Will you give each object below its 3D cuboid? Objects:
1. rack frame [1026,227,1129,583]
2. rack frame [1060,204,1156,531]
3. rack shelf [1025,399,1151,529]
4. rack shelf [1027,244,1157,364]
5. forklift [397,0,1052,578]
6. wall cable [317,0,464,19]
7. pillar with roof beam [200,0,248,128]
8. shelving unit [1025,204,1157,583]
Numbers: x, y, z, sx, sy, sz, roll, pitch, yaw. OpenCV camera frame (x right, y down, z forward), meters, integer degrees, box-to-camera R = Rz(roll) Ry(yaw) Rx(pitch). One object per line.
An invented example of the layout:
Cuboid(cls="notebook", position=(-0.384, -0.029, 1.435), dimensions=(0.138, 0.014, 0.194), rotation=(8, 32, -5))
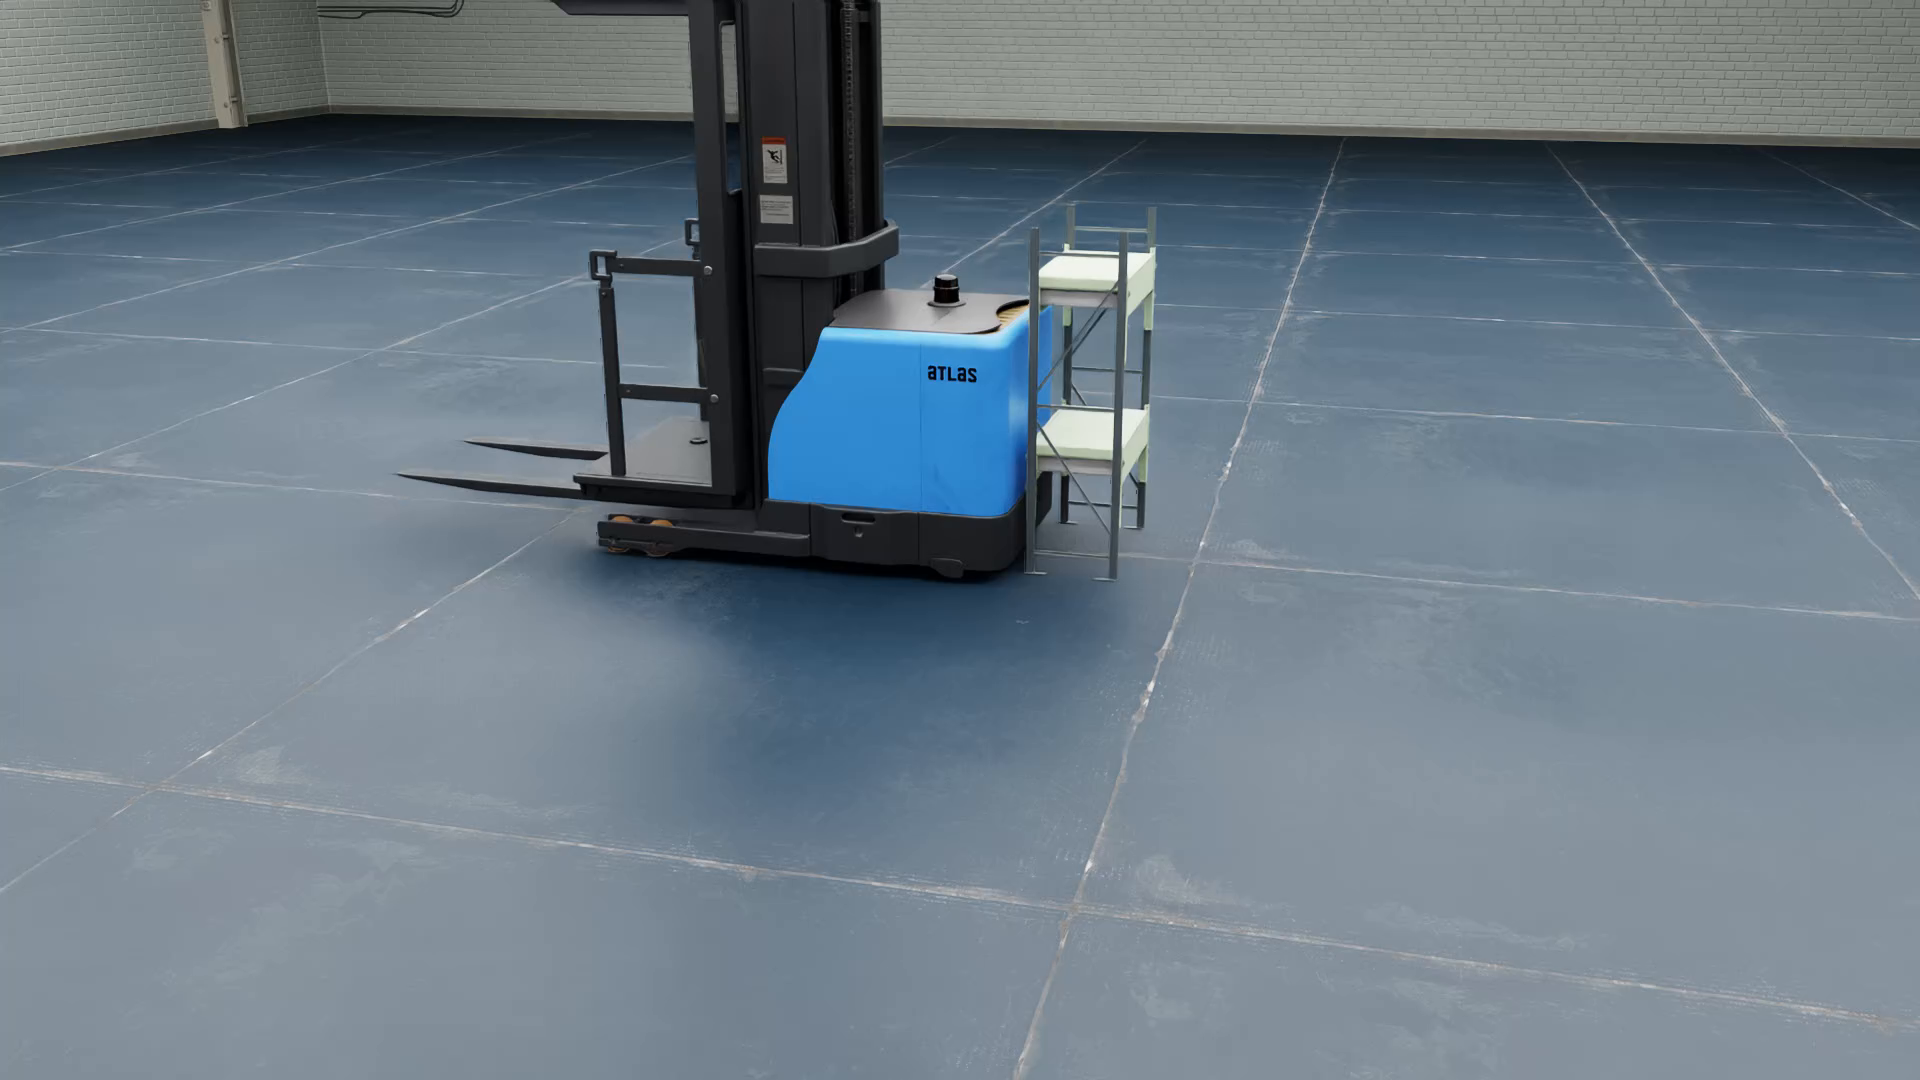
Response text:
Cuboid(cls="rack frame", position=(0.483, -0.546, 6.966), dimensions=(0.400, 1.500, 0.023), rotation=(5, 19, 14))
Cuboid(cls="rack frame", position=(0.673, -0.775, 7.635), dimensions=(0.400, 1.500, 0.023), rotation=(5, 19, 14))
Cuboid(cls="rack shelf", position=(0.578, -0.352, 7.406), dimensions=(0.431, 0.370, 0.720), rotation=(5, 19, 14))
Cuboid(cls="rack shelf", position=(0.578, -1.030, 7.175), dimensions=(0.431, 0.370, 0.720), rotation=(5, 19, 14))
Cuboid(cls="forklift", position=(-1.138, -1.468, 7.450), dimensions=(3.031, 2.935, 1.130), rotation=(5, 19, 14))
Cuboid(cls="wall cable", position=(-10.310, -10.600, 29.604), dimensions=(3.097, 2.526, 0.112), rotation=(5, 19, 13))
Cuboid(cls="pillar with roof beam", position=(-8.138, -10.911, 25.709), dimensions=(9.100, 9.000, 0.400), rotation=(5, 19, 13))
Cuboid(cls="shelving unit", position=(0.578, -0.660, 7.301), dimensions=(0.431, 1.500, 0.755), rotation=(5, 19, 14))
